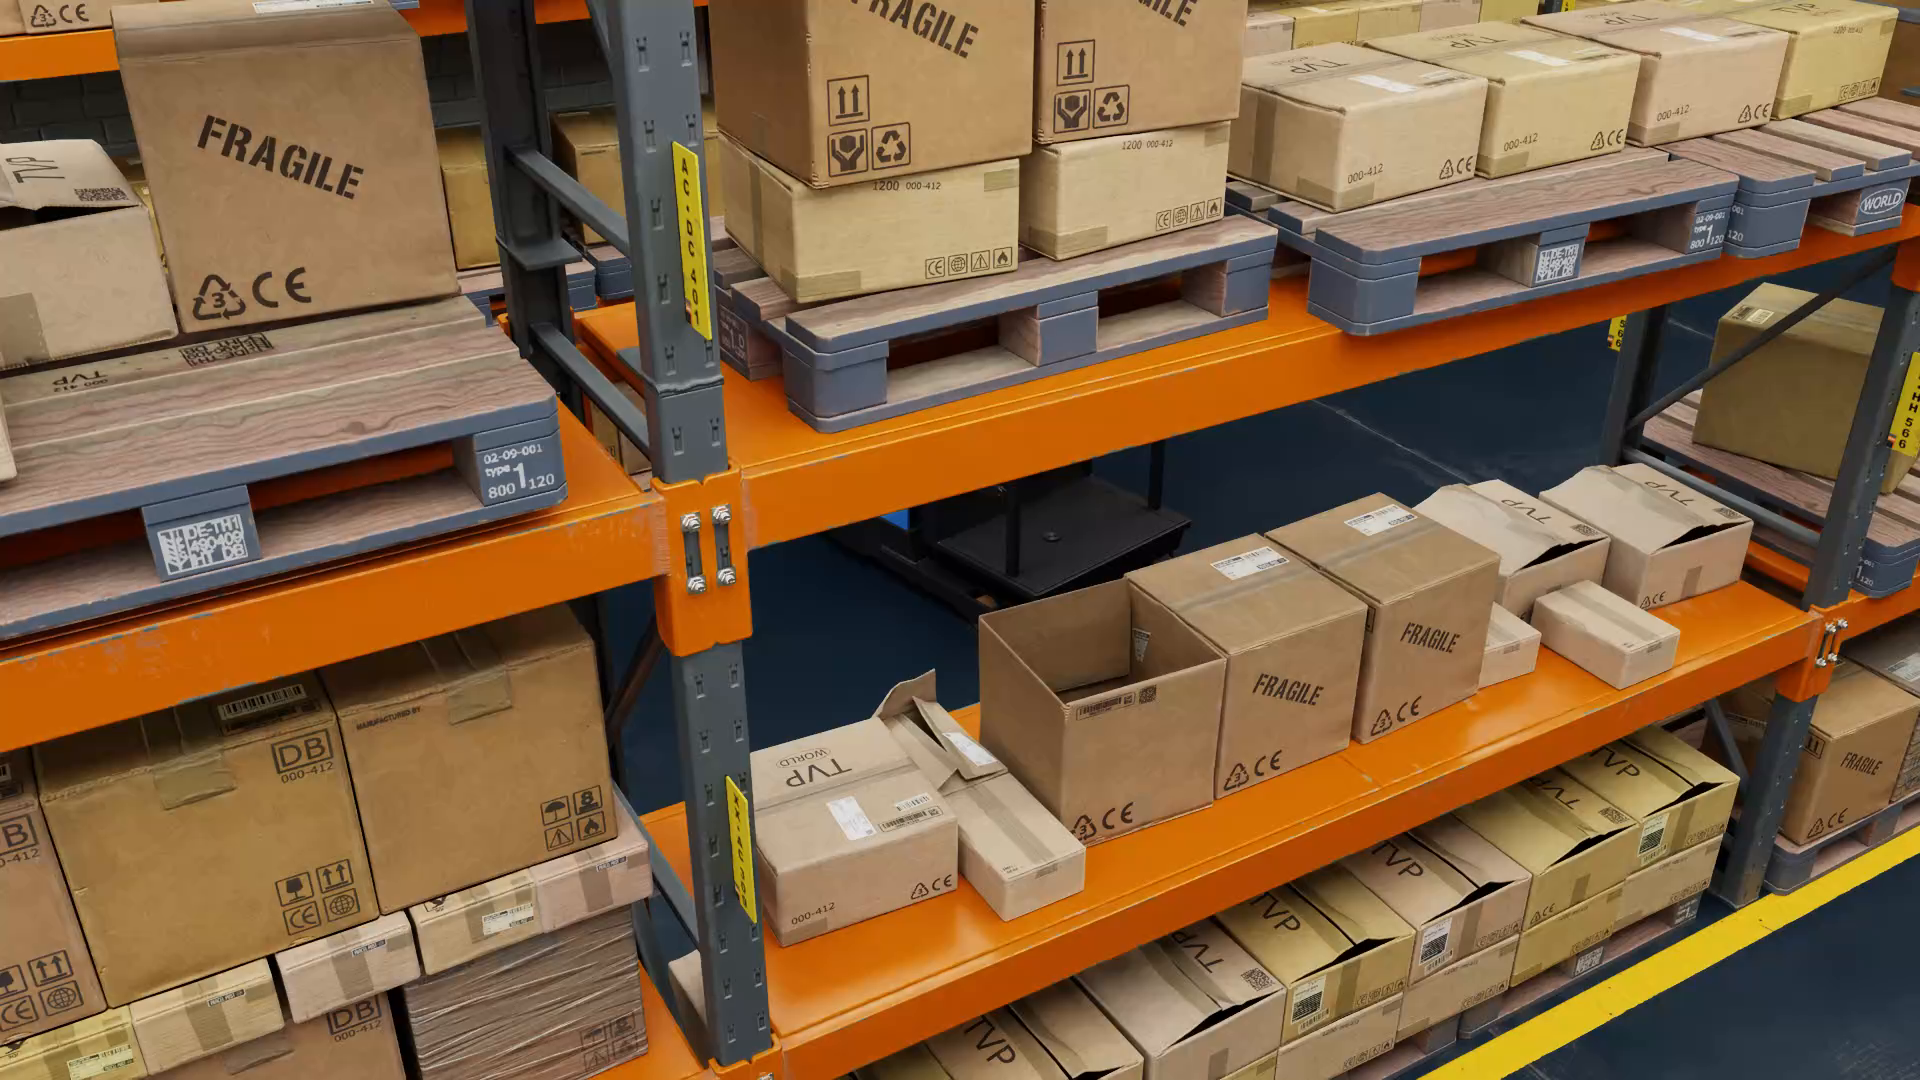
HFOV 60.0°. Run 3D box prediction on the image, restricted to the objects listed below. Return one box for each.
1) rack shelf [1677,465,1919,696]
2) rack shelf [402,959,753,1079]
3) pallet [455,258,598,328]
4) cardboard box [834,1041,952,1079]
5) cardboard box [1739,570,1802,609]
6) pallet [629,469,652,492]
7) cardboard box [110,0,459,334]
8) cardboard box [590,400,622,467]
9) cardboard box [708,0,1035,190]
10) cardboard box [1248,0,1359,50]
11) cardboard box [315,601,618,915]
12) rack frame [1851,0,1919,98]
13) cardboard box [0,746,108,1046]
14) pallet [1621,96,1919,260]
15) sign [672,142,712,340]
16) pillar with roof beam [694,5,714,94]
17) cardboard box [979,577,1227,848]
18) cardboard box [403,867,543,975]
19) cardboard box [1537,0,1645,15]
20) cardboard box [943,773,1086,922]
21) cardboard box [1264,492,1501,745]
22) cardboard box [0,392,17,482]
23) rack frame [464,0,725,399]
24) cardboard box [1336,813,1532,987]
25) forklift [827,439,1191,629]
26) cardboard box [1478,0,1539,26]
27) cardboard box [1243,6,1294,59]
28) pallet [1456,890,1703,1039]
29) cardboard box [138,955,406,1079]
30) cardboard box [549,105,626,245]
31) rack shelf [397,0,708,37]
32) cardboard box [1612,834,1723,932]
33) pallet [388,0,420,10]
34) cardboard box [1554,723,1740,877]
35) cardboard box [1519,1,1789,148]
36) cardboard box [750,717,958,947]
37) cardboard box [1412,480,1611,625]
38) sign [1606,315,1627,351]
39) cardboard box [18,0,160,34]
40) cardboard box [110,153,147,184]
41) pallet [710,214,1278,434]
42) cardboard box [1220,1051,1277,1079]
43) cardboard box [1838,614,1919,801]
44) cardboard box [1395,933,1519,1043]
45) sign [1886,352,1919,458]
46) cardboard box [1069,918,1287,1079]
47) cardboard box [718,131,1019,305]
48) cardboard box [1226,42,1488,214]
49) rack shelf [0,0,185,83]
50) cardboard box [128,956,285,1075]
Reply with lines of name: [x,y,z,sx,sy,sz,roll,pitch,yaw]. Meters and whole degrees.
rack shelf: [4.432,-0.320,6.969,4.000,0.370,1.077,-16,33,-26]
rack shelf: [-2.465,1.639,3.421,4.000,0.370,1.077,-16,33,-26]
pallet: [-2.521,-1.271,8.147,1.213,0.211,1.003,-16,33,-26]
cardboard box: [-0.258,1.611,4.557,0.500,0.311,0.500,-16,33,-26]
cardboard box: [3.442,0.086,6.845,0.500,0.250,0.500,-15,32,-24]
pallet: [-1.530,-0.499,9.436,1.213,0.211,1.003,-16,33,-26]
cardboard box: [-1.309,-0.755,3.225,0.500,0.500,0.500,-13,31,-22]
cardboard box: [-2.207,-0.661,8.975,0.500,0.500,0.700,-17,33,-27]
cardboard box: [-0.189,-1.060,3.407,0.500,0.500,0.500,-15,32,-26]
cardboard box: [2.046,-3.106,10.065,0.500,0.250,0.500,-17,33,-27]
cardboard box: [-1.120,0.334,3.595,0.500,0.500,0.700,-16,33,-26]
rack frame: [2.708,-2.772,4.459,0.127,3.000,1.000,-16,33,-26]
cardboard box: [-1.987,0.580,3.148,0.500,0.500,0.700,-16,33,-26]
pallet: [2.168,-1.172,4.861,1.003,0.211,1.213,-14,32,-24]
sign: [-0.458,-0.509,2.847,0.005,0.325,0.100,-16,33,-26]
pillar with roof beam: [0.817,-3.083,5.023,0.400,9.000,9.100,-16,33,-26]
cardboard box: [0.384,0.480,4.672,0.500,0.500,0.500,-13,32,-23]
cardboard box: [-1.081,0.722,3.563,0.250,0.149,0.380,-17,33,-27]
cardboard box: [4.120,-3.444,11.576,0.700,0.700,0.980,-15,32,-26]
cardboard box: [0.127,0.812,4.433,0.250,0.149,0.380,-16,33,-26]
cardboard box: [1.269,0.229,5.127,0.500,0.500,0.500,-18,34,-29]
cardboard box: [-1.642,-0.205,2.593,0.250,0.149,0.380,-16,33,-26]
rack frame: [-0.741,-1.792,2.684,0.127,3.000,1.000,-16,33,-26]
cardboard box: [1.500,1.113,5.460,0.500,0.311,0.500,-16,33,-27]
forklift: [0.425,-1.061,7.639,1.130,2.935,3.031,-24,37,-36]
cardboard box: [3.371,-3.477,10.738,0.500,0.250,0.500,-15,32,-25]
cardboard box: [1.609,-2.978,9.834,0.500,0.250,0.500,-16,33,-26]
pallet: [1.978,1.261,6.246,1.213,0.211,1.003,-16,33,-26]
cardboard box: [-1.572,1.033,3.669,0.500,0.500,0.700,-16,33,-27]
cardboard box: [-1.760,-1.883,8.499,0.500,0.500,0.700,-11,31,-20]
rack shelf: [-1.529,-2.716,8.208,4.000,0.370,1.077,-16,33,-26]
cardboard box: [2.378,1.105,6.054,0.500,0.250,0.500,-15,32,-25]
pallet: [-2.667,-2.566,7.386,1.003,0.211,1.213,-16,33,-26]
cardboard box: [2.381,0.860,5.917,0.500,0.311,0.500,-15,32,-25]
cardboard box: [1.902,-1.306,4.628,0.500,0.250,0.500,-15,32,-25]
cardboard box: [-0.338,0.761,4.422,0.500,0.250,0.500,-14,32,-23]
cardboard box: [1.839,0.032,5.679,0.500,0.311,0.500,-16,33,-27]
sign: [2.425,-0.841,6.053,0.005,0.325,0.100,-16,33,-26]
cardboard box: [-3.566,-2.367,6.706,0.500,0.500,0.500,-15,32,-25]
cardboard box: [-3.765,-1.472,7.671,0.500,0.500,0.500,-17,33,-27]
pallet: [0.013,-0.617,3.856,1.217,0.209,0.805,-17,33,-28]
cardboard box: [0.619,1.606,5.146,0.500,0.250,0.500,-17,33,-28]
cardboard box: [3.694,0.634,6.629,0.500,0.500,0.500,-17,33,-28]
cardboard box: [1.500,1.355,5.602,0.500,0.250,0.500,-15,32,-25]
sign: [2.992,-0.421,5.211,0.005,0.325,0.100,-16,33,-26]
cardboard box: [0.622,1.364,5.005,0.500,0.311,0.500,-17,33,-28]
cardboard box: [-0.205,-0.744,3.610,0.500,0.250,0.500,-12,31,-21]
cardboard box: [0.939,-1.040,4.146,0.500,0.250,0.500,-19,34,-30]
rack shelf: [-4.978,-1.737,6.434,4.000,0.370,1.077,-16,33,-26]
cardboard box: [-1.531,0.852,3.327,0.250,0.149,0.380,-16,33,-26]
